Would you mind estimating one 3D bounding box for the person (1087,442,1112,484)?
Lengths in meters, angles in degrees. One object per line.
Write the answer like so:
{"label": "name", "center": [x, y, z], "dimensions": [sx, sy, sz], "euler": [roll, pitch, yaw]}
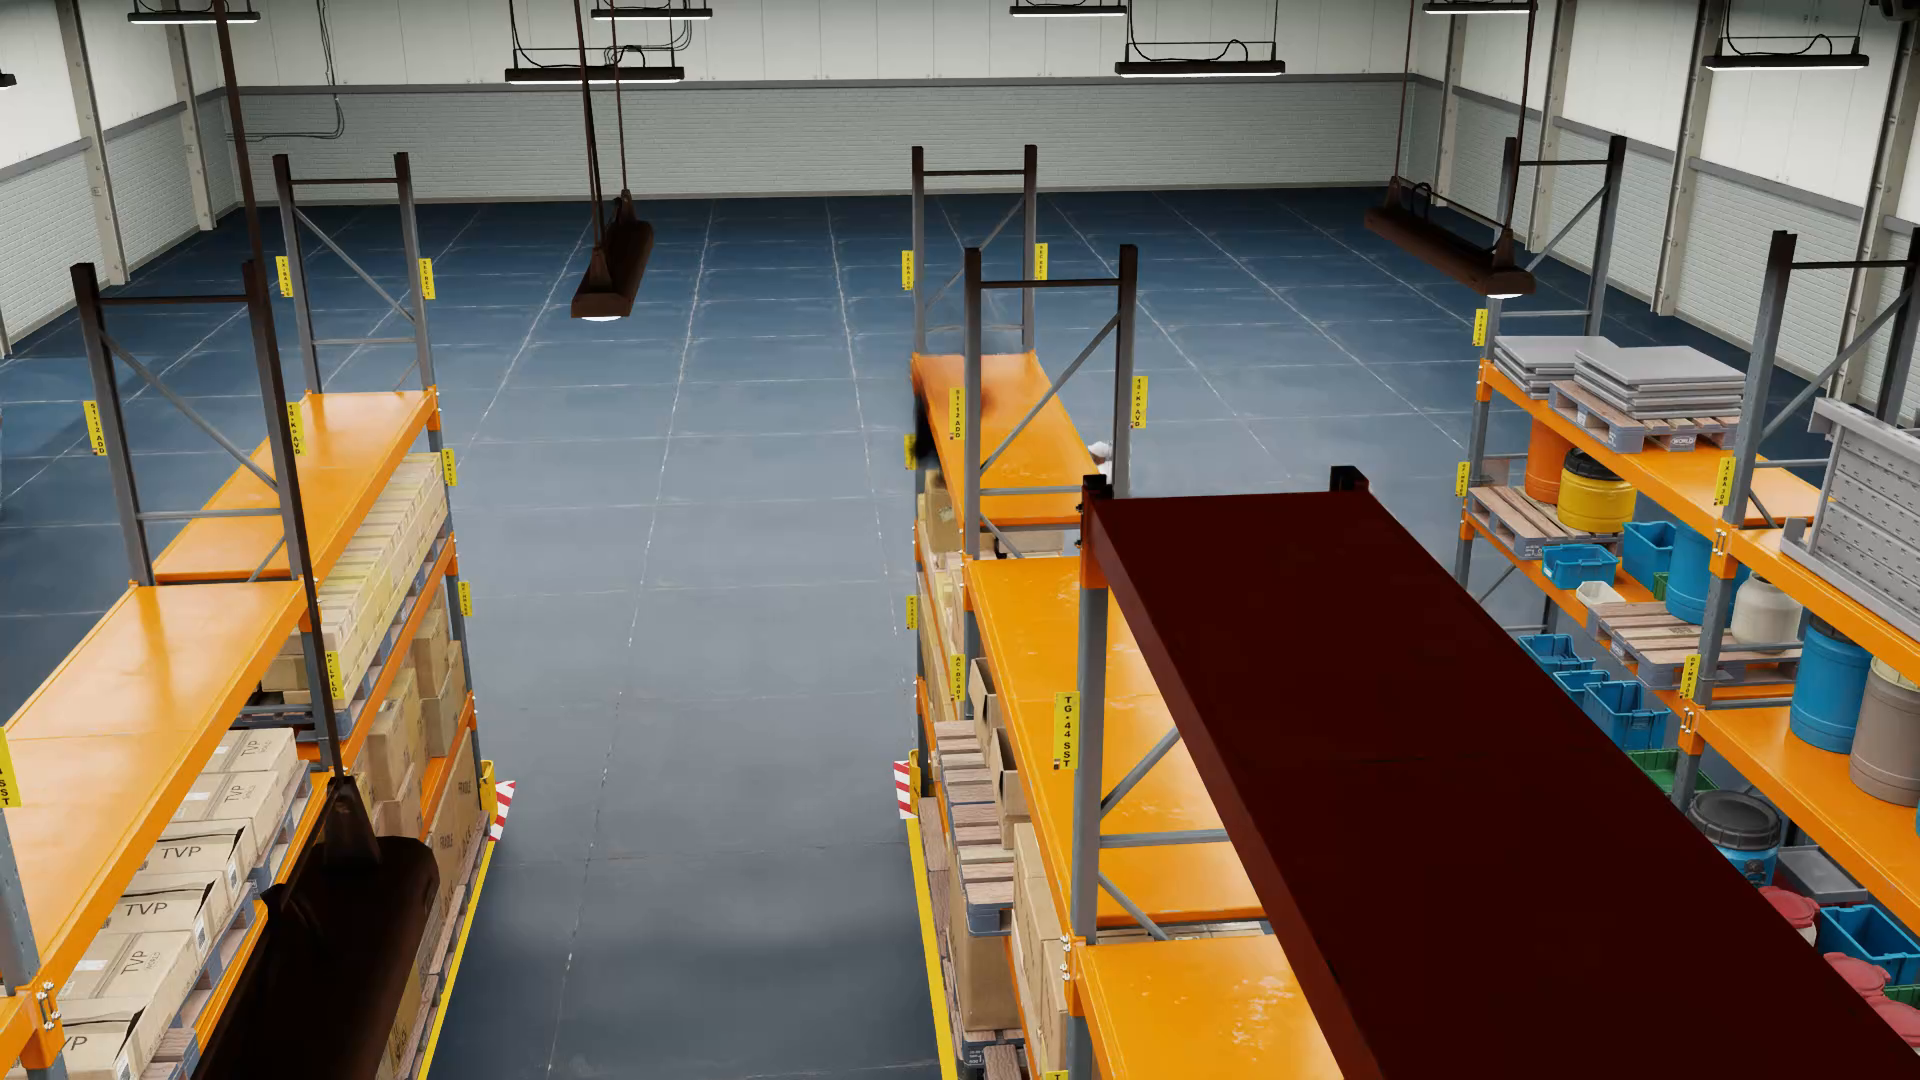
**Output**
{"label": "person", "center": [1.683, -0.763, 20.075], "dimensions": [0.343, 0.878, 0.436], "euler": [9, 23, 22]}
